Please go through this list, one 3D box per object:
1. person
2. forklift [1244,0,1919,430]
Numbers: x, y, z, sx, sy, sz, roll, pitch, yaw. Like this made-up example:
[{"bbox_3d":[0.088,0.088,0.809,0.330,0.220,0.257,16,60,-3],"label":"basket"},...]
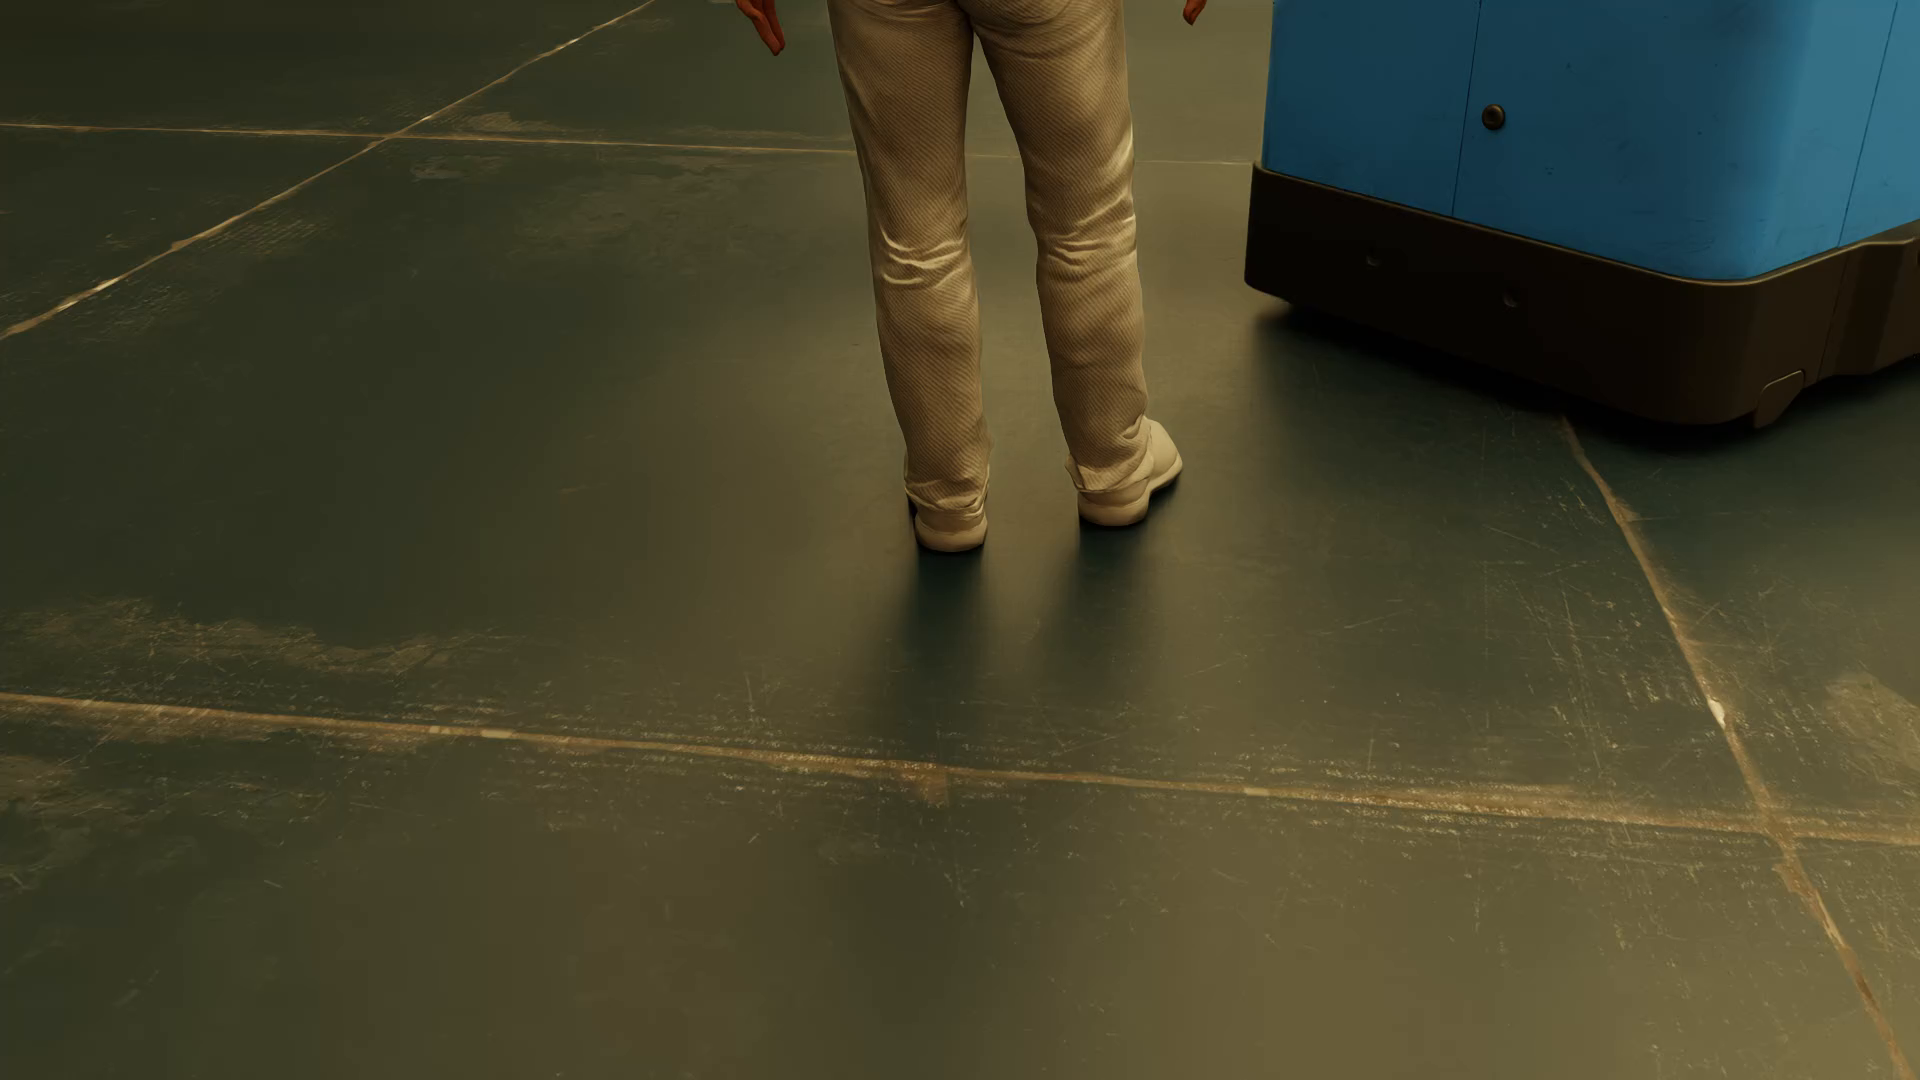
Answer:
[{"bbox_3d":[0.015,-0.827,2.163,0.666,1.765,0.577,3,27,7],"label":"person"},{"bbox_3d":[2.055,-2.015,3.255,3.031,2.935,1.130,-19,32,-33],"label":"forklift"}]
